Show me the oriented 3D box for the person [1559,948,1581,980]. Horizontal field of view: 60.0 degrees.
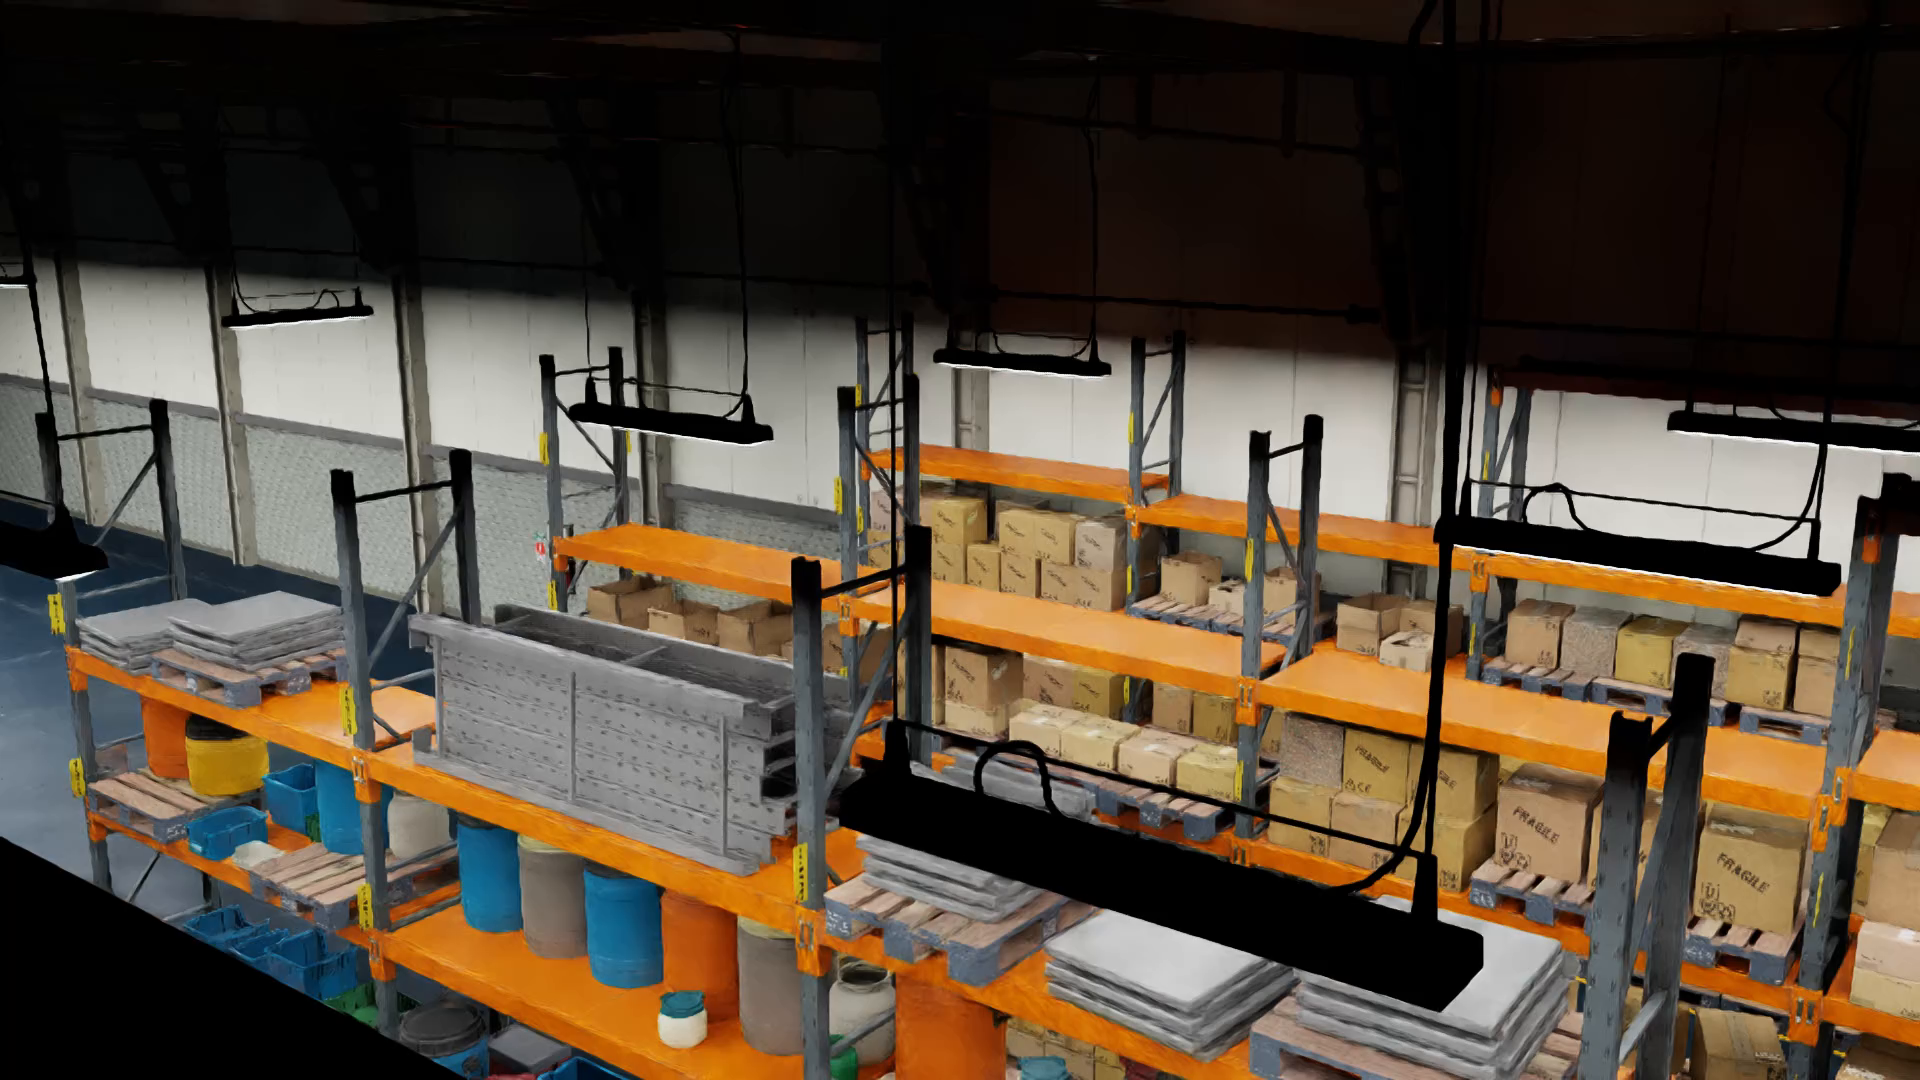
[{"bbox_3d":[5.469,3.914,15.085,0.519,1.508,0.566,9,16,33],"label":"person"}]
